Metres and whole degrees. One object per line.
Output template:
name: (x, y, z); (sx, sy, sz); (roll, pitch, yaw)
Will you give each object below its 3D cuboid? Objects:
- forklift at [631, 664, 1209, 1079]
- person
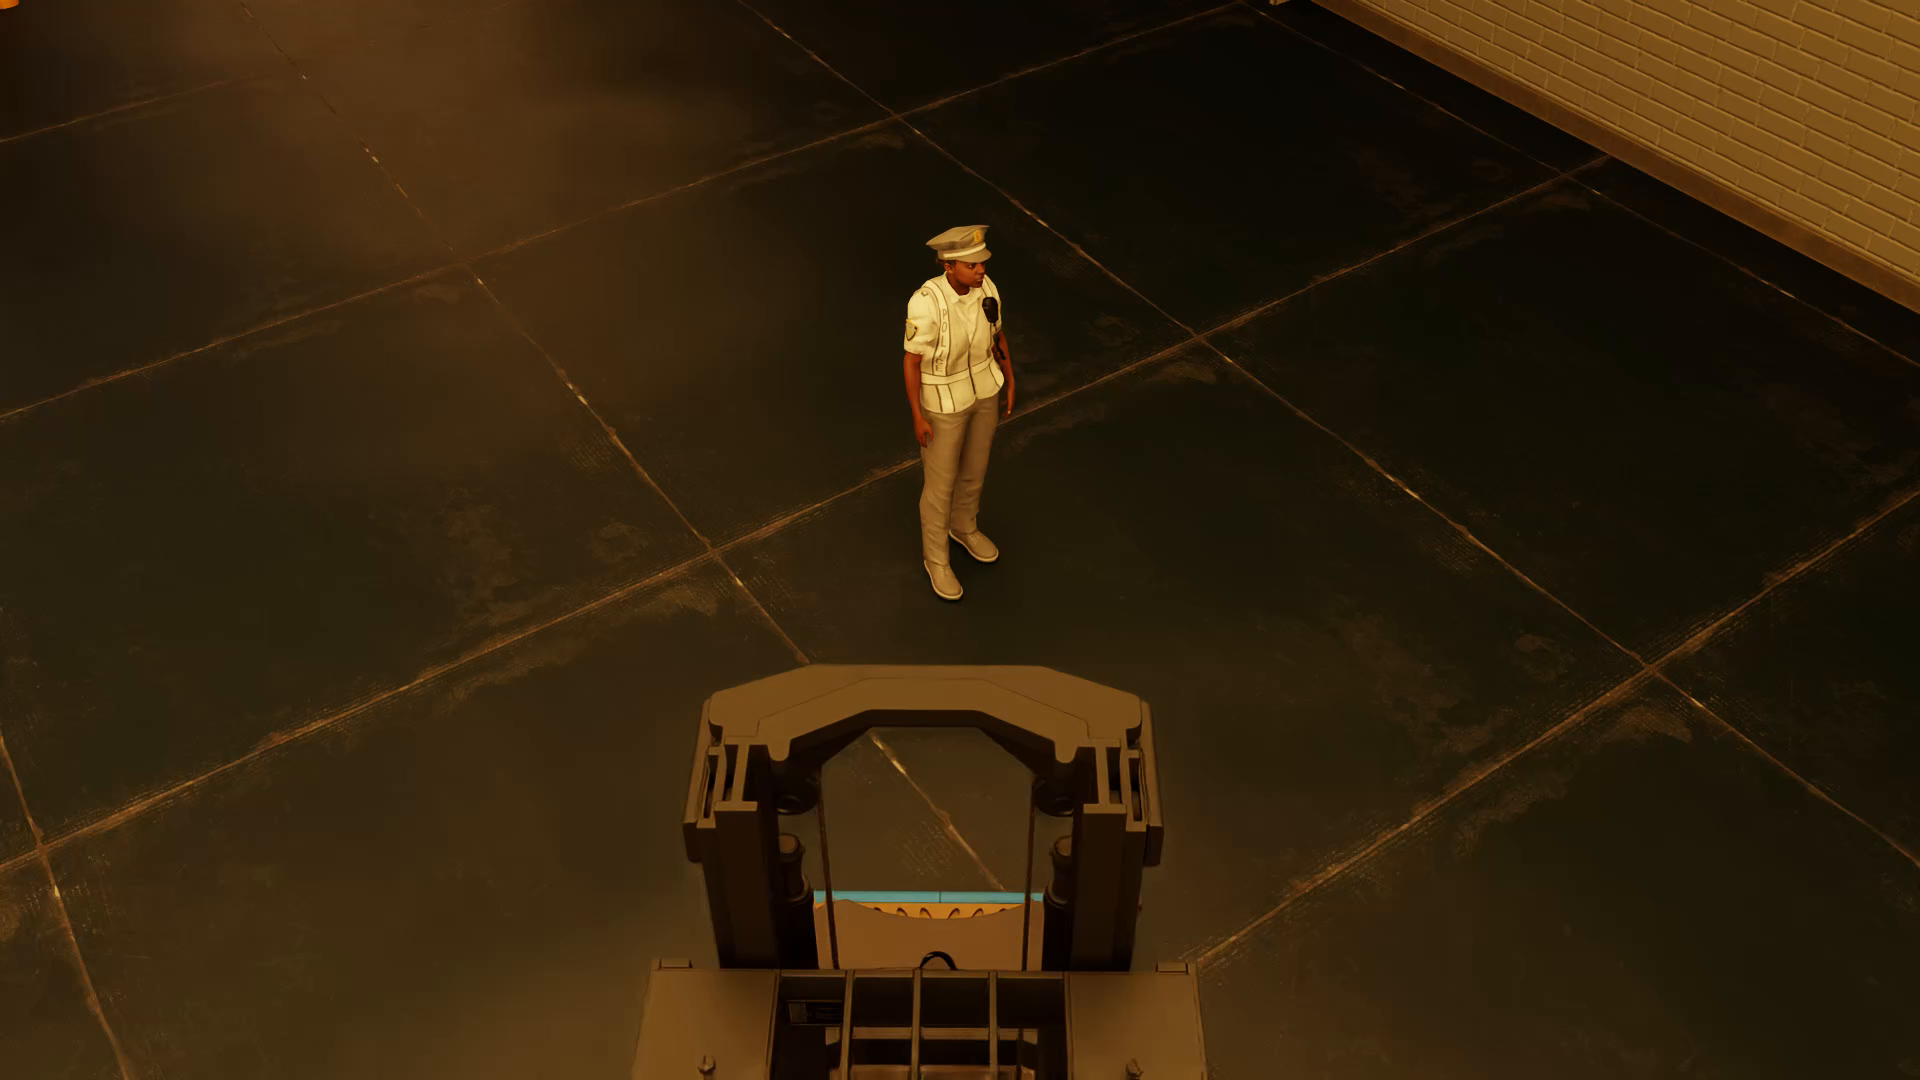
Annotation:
forklift: (-0.075, 1.796, 3.767); (1.130, 2.935, 3.031); (0, 43, 0)
person: (0.027, -0.579, 7.245); (0.569, 1.695, 0.528); (-25, 48, -25)
